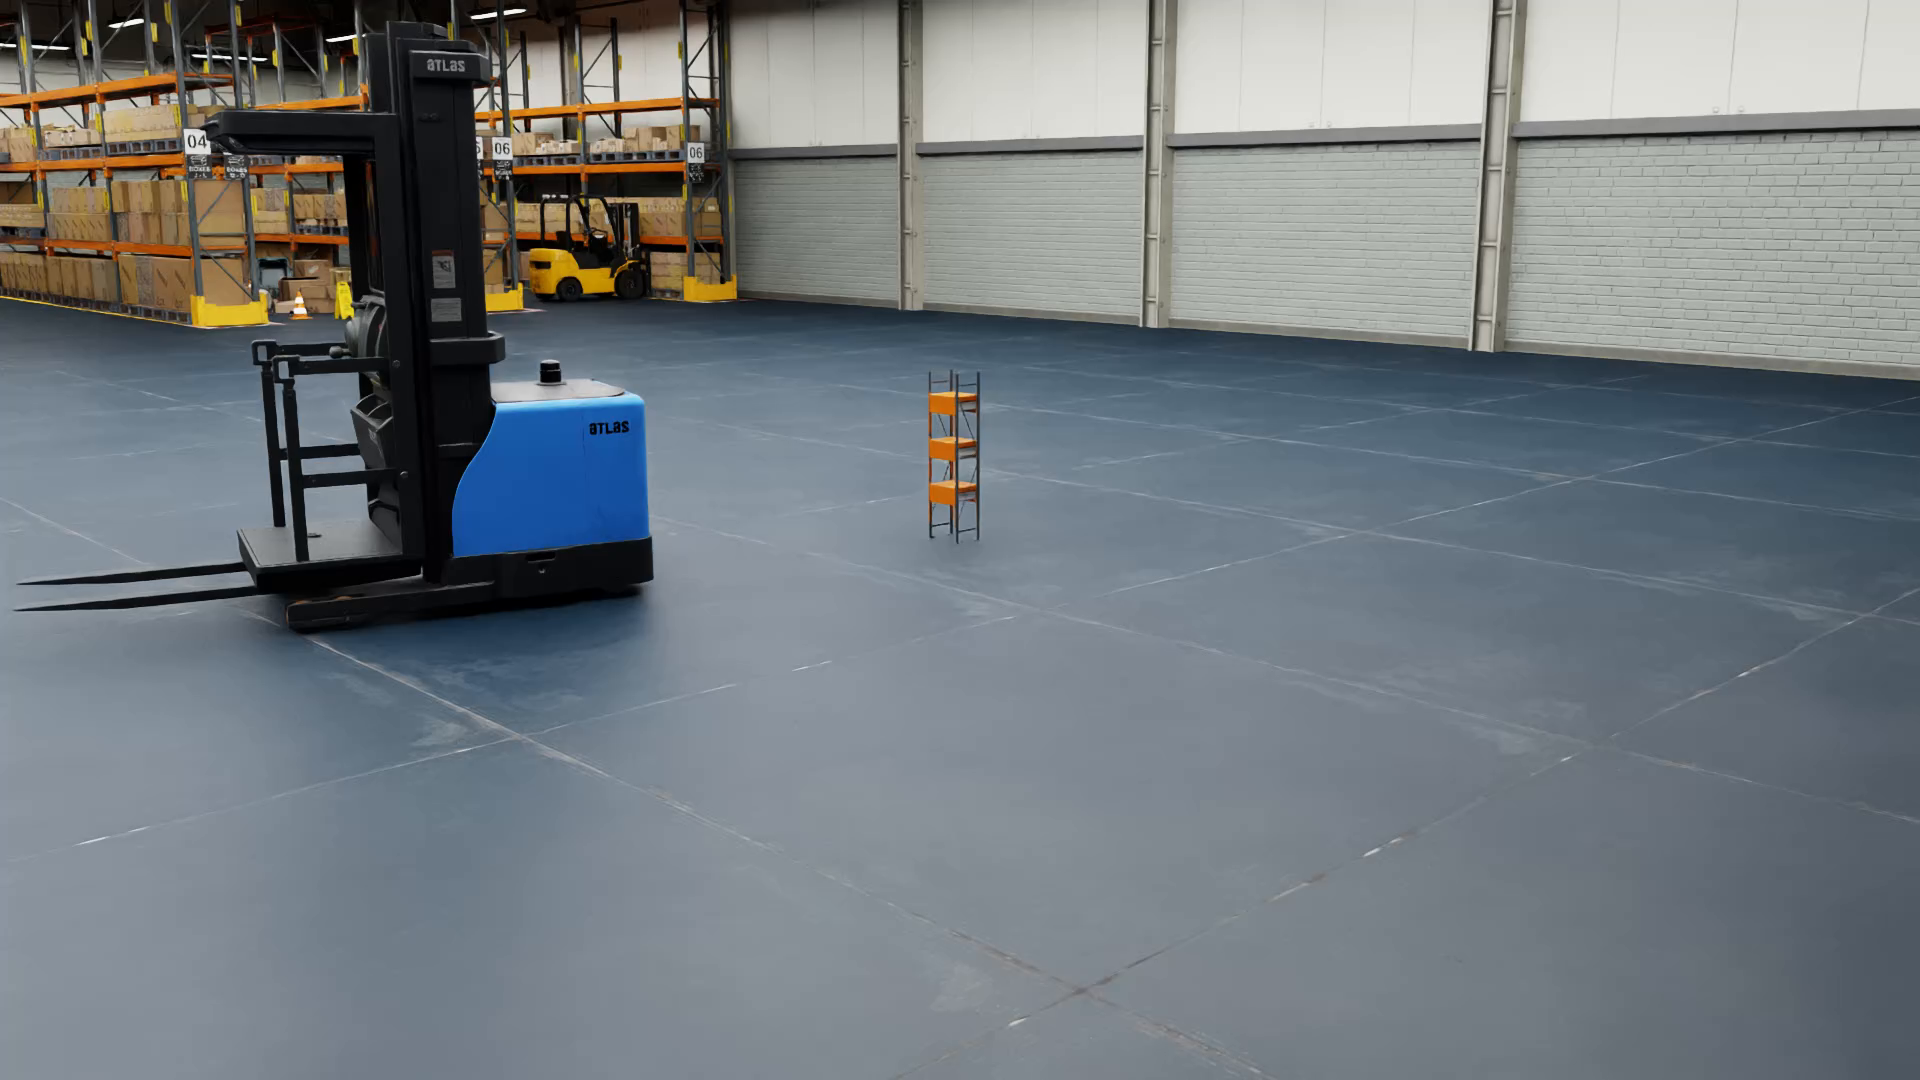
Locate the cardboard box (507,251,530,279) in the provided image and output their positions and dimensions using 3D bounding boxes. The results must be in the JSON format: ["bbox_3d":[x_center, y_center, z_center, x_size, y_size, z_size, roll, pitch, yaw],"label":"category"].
[{"bbox_3d":[-10.346,-6.633,40.017,0.875,0.625,0.625,-10,15,-41],"label":"cardboard box"}]

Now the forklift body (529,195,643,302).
[{"bbox_3d":[-7.871,-6.123,34.799,2.313,2.155,1.214,-11,16,-43],"label":"forklift body"}]

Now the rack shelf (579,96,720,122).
[{"bbox_3d":[-6.623,-9.198,35.528,1.077,0.370,4.000,-11,16,-43],"label":"rack shelf"}]

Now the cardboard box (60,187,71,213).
[{"bbox_3d":[-17.212,-6.685,32.698,0.700,0.500,0.500,-11,16,-43],"label":"cardboard box"}]

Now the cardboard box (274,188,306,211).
[{"bbox_3d":[-14.901,-7.569,36.989,0.500,0.500,0.500,11,16,44],"label":"cardboard box"}]

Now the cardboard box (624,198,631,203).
[{"bbox_3d":[-7.052,-7.347,36.046,0.380,0.149,0.250,-11,16,-43],"label":"cardboard box"}]

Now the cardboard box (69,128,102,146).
[{"bbox_3d":[-16.472,-7.608,31.404,0.500,0.311,0.500,11,16,43],"label":"cardboard box"}]

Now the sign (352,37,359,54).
[{"bbox_3d":[-11.989,-9.802,32.982,0.100,0.325,0.005,-11,16,-43],"label":"sign"}]

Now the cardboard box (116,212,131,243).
[{"bbox_3d":[-14.839,-5.724,30.389,0.875,0.550,0.550,-11,16,-43],"label":"cardboard box"}]

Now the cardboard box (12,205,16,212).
[{"bbox_3d":[-19.237,-6.818,34.178,0.380,0.149,0.250,-11,16,-43],"label":"cardboard box"}]

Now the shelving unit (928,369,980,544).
[{"bbox_3d":[-0.037,-0.522,10.343,0.215,1.050,0.252,-11,16,-43],"label":"shelving unit"}]

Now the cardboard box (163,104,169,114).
[{"bbox_3d":[-12.989,-7.149,27.601,0.380,0.149,0.250,-11,16,-42],"label":"cardboard box"}]

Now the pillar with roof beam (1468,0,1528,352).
[{"bbox_3d":[4.246,-6.454,19.439,9.100,9.000,0.400,-11,16,-43],"label":"pillar with roof beam"}]

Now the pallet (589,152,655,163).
[{"bbox_3d":[-7.397,-8.404,36.557,1.003,0.211,1.213,-11,16,-43],"label":"pallet"}]

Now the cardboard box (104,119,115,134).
[{"bbox_3d":[-14.967,-7.388,29.752,0.500,0.250,0.500,-11,16,-42],"label":"cardboard box"}]

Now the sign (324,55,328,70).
[{"bbox_3d":[-13.969,-10.503,36.577,0.100,0.325,0.005,-11,16,-43],"label":"sign"}]

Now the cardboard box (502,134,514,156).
[{"bbox_3d":[-10.443,-9.316,39.228,0.500,0.500,0.500,-11,16,-42],"label":"cardboard box"}]

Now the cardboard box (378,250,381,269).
[{"bbox_3d":[-15.375,-7.600,45.019,0.700,0.500,0.500,-10,15,-40],"label":"cardboard box"}]

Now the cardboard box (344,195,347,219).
[{"bbox_3d":[-12.420,-6.915,34.517,0.500,0.500,0.500,-11,16,-42],"label":"cardboard box"}]

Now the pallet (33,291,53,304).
[{"bbox_3d":[-18.403,-5.035,34.327,1.003,0.211,1.213,-11,16,-43],"label":"pallet"}]

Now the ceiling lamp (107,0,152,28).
[{"bbox_3d":[-18.120,-12.946,36.482,0.800,3.185,2.000,-11,16,-43],"label":"ceiling lamp"}]

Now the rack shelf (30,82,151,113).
[{"bbox_3d":[-16.483,-8.385,31.582,1.077,0.370,4.000,-11,16,-43],"label":"rack shelf"}]

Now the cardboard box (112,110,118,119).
[{"bbox_3d":[-14.745,-7.520,29.400,0.380,0.149,0.250,-11,16,-43],"label":"cardboard box"}]

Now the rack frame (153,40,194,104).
[{"bbox_3d":[-19.879,-11.097,41.973,1.000,3.000,0.127,-11,16,-43],"label":"rack frame"}]

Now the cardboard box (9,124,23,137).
[{"bbox_3d":[-19.235,-8.387,34.109,0.396,0.266,0.258,-11,16,-43],"label":"cardboard box"}]

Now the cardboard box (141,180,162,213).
[{"bbox_3d":[-13.763,-6.008,29.092,0.875,0.550,0.500,-11,16,-43],"label":"cardboard box"}]

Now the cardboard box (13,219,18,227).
[{"bbox_3d":[-19.242,-6.527,34.240,0.250,0.149,0.380,11,16,43],"label":"cardboard box"}]

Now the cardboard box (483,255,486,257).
[{"bbox_3d":[-11.552,-6.771,40.996,0.500,0.500,0.500,-11,16,-43],"label":"cardboard box"}]

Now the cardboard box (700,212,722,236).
[{"bbox_3d":[-5.383,-6.676,35.133,0.500,0.500,0.500,-10,15,-41],"label":"cardboard box"}]

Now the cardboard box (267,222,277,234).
[{"bbox_3d":[-15.255,-7.028,37.460,0.500,0.250,0.500,-11,16,-42],"label":"cardboard box"}]

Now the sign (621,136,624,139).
[{"bbox_3d":[-7.604,-8.938,37.451,0.100,0.325,0.005,-11,16,-43],"label":"sign"}]

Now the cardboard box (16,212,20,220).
[{"bbox_3d":[-19.077,-6.637,34.036,0.380,0.149,0.250,-11,16,-42],"label":"cardboard box"}]

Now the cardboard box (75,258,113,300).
[{"bbox_3d":[-16.259,-5.026,31.907,1.050,0.750,0.750,-11,16,-43],"label":"cardboard box"}]

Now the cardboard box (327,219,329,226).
[{"bbox_3d":[-13.317,-6.805,35.589,0.380,0.149,0.250,-10,15,-40],"label":"cardboard box"}]

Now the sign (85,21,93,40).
[{"bbox_3d":[-15.486,-9.060,29.575,0.100,0.325,0.005,-11,16,-43],"label":"sign"}]

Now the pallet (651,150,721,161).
[{"bbox_3d":[-5.712,-8.048,34.829,1.003,0.211,1.213,-11,16,-43],"label":"pallet"}]

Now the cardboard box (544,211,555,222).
[{"bbox_3d":[-9.238,-7.456,38.303,0.500,0.250,0.500,-10,16,-41],"label":"cardboard box"}]

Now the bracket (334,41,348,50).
[{"bbox_3d":[-17.472,-13.961,46.955,0.235,0.232,0.430,-11,16,-43],"label":"bracket"}]

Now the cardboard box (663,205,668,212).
[{"bbox_3d":[-6.017,-6.974,34.971,0.380,0.149,0.250,-11,16,-42],"label":"cardboard box"}]

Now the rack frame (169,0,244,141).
[{"bbox_3d":[-12.340,-8.057,27.219,1.000,3.000,0.127,-11,16,-43],"label":"rack frame"}]

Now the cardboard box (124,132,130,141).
[{"bbox_3d":[-14.393,-7.055,29.121,0.380,0.149,0.250,-11,16,-43],"label":"cardboard box"}]

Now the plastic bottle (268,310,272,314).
[{"bbox_3d":[-12.830,-4.199,30.641,0.133,0.061,0.283,6,13,26],"label":"plastic bottle"}]

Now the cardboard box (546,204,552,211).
[{"bbox_3d":[-9.305,-7.667,38.339,0.380,0.149,0.250,-11,16,-42],"label":"cardboard box"}]

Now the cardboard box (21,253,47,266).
[{"bbox_3d":[-19.223,-5.847,34.654,0.500,0.250,0.500,-10,16,-41],"label":"cardboard box"}]

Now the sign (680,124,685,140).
[{"bbox_3d":[-5.644,-8.306,33.863,0.100,0.325,0.005,-11,16,-43],"label":"sign"}]

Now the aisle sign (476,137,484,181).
[{"bbox_3d":[-8.997,-7.047,30.742,0.394,0.787,0.004,-11,16,-43],"label":"aisle sign"}]

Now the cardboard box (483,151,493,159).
[{"bbox_3d":[-8.824,-7.263,31.421,0.380,0.149,0.250,-11,16,-42],"label":"cardboard box"}]

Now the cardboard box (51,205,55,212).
[{"bbox_3d":[-18.580,-6.869,34.426,0.250,0.149,0.380,11,16,43],"label":"cardboard box"}]

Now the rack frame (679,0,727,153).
[{"bbox_3d":[-5.242,-9.454,33.999,1.000,3.000,0.127,-11,16,-43],"label":"rack frame"}]

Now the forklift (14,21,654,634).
[{"bbox_3d":[-3.211,-1.094,8.456,3.031,2.935,1.130,-6,13,-27],"label":"forklift"}]

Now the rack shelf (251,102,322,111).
[{"bbox_3d":[-15.735,-9.673,37.835,1.077,0.370,4.000,-11,16,-43],"label":"rack shelf"}]

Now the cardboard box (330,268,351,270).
[{"bbox_3d":[-13.456,-5.719,36.209,0.950,0.372,0.625,-11,16,-44],"label":"cardboard box"}]
